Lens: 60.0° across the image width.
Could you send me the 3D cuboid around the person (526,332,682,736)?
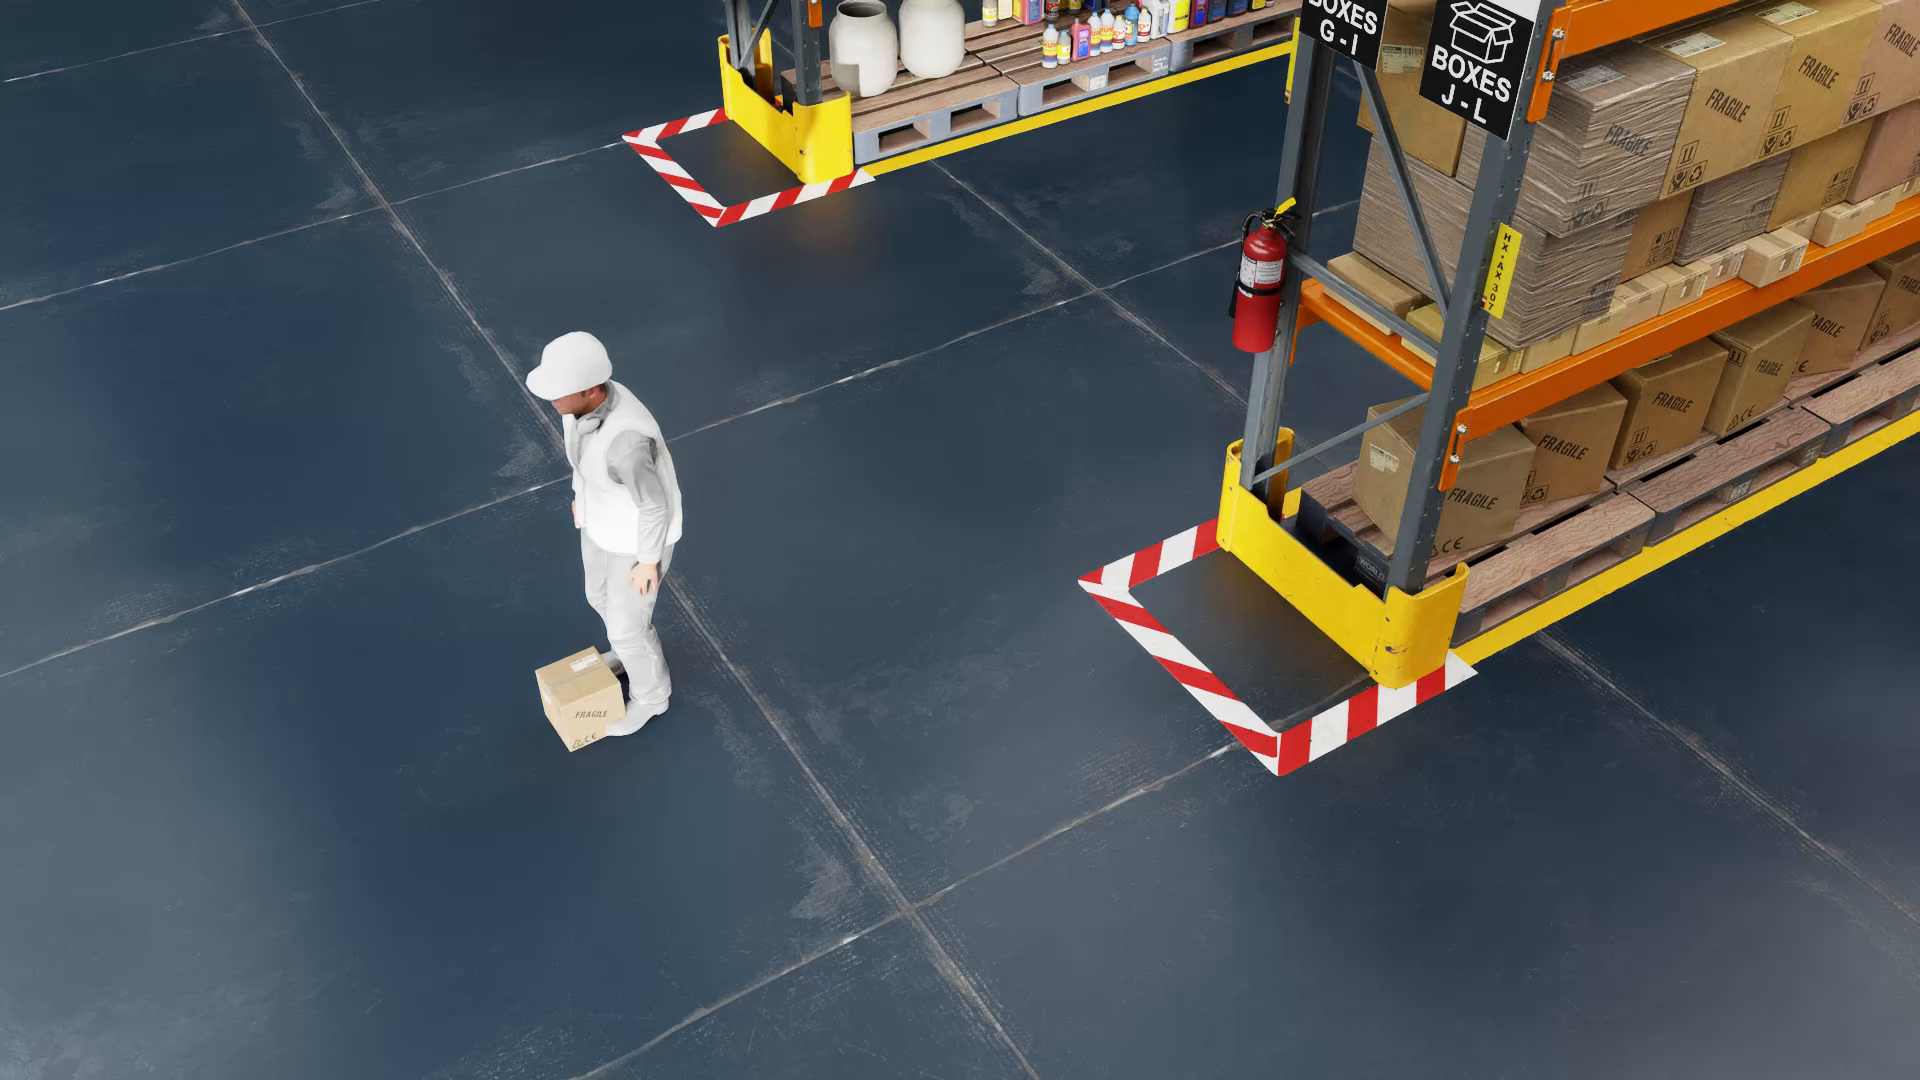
[{"bbox_3d":[-1.278,-0.041,6.189,0.476,1.766,0.581,-25,46,-26],"label":"person"}]
